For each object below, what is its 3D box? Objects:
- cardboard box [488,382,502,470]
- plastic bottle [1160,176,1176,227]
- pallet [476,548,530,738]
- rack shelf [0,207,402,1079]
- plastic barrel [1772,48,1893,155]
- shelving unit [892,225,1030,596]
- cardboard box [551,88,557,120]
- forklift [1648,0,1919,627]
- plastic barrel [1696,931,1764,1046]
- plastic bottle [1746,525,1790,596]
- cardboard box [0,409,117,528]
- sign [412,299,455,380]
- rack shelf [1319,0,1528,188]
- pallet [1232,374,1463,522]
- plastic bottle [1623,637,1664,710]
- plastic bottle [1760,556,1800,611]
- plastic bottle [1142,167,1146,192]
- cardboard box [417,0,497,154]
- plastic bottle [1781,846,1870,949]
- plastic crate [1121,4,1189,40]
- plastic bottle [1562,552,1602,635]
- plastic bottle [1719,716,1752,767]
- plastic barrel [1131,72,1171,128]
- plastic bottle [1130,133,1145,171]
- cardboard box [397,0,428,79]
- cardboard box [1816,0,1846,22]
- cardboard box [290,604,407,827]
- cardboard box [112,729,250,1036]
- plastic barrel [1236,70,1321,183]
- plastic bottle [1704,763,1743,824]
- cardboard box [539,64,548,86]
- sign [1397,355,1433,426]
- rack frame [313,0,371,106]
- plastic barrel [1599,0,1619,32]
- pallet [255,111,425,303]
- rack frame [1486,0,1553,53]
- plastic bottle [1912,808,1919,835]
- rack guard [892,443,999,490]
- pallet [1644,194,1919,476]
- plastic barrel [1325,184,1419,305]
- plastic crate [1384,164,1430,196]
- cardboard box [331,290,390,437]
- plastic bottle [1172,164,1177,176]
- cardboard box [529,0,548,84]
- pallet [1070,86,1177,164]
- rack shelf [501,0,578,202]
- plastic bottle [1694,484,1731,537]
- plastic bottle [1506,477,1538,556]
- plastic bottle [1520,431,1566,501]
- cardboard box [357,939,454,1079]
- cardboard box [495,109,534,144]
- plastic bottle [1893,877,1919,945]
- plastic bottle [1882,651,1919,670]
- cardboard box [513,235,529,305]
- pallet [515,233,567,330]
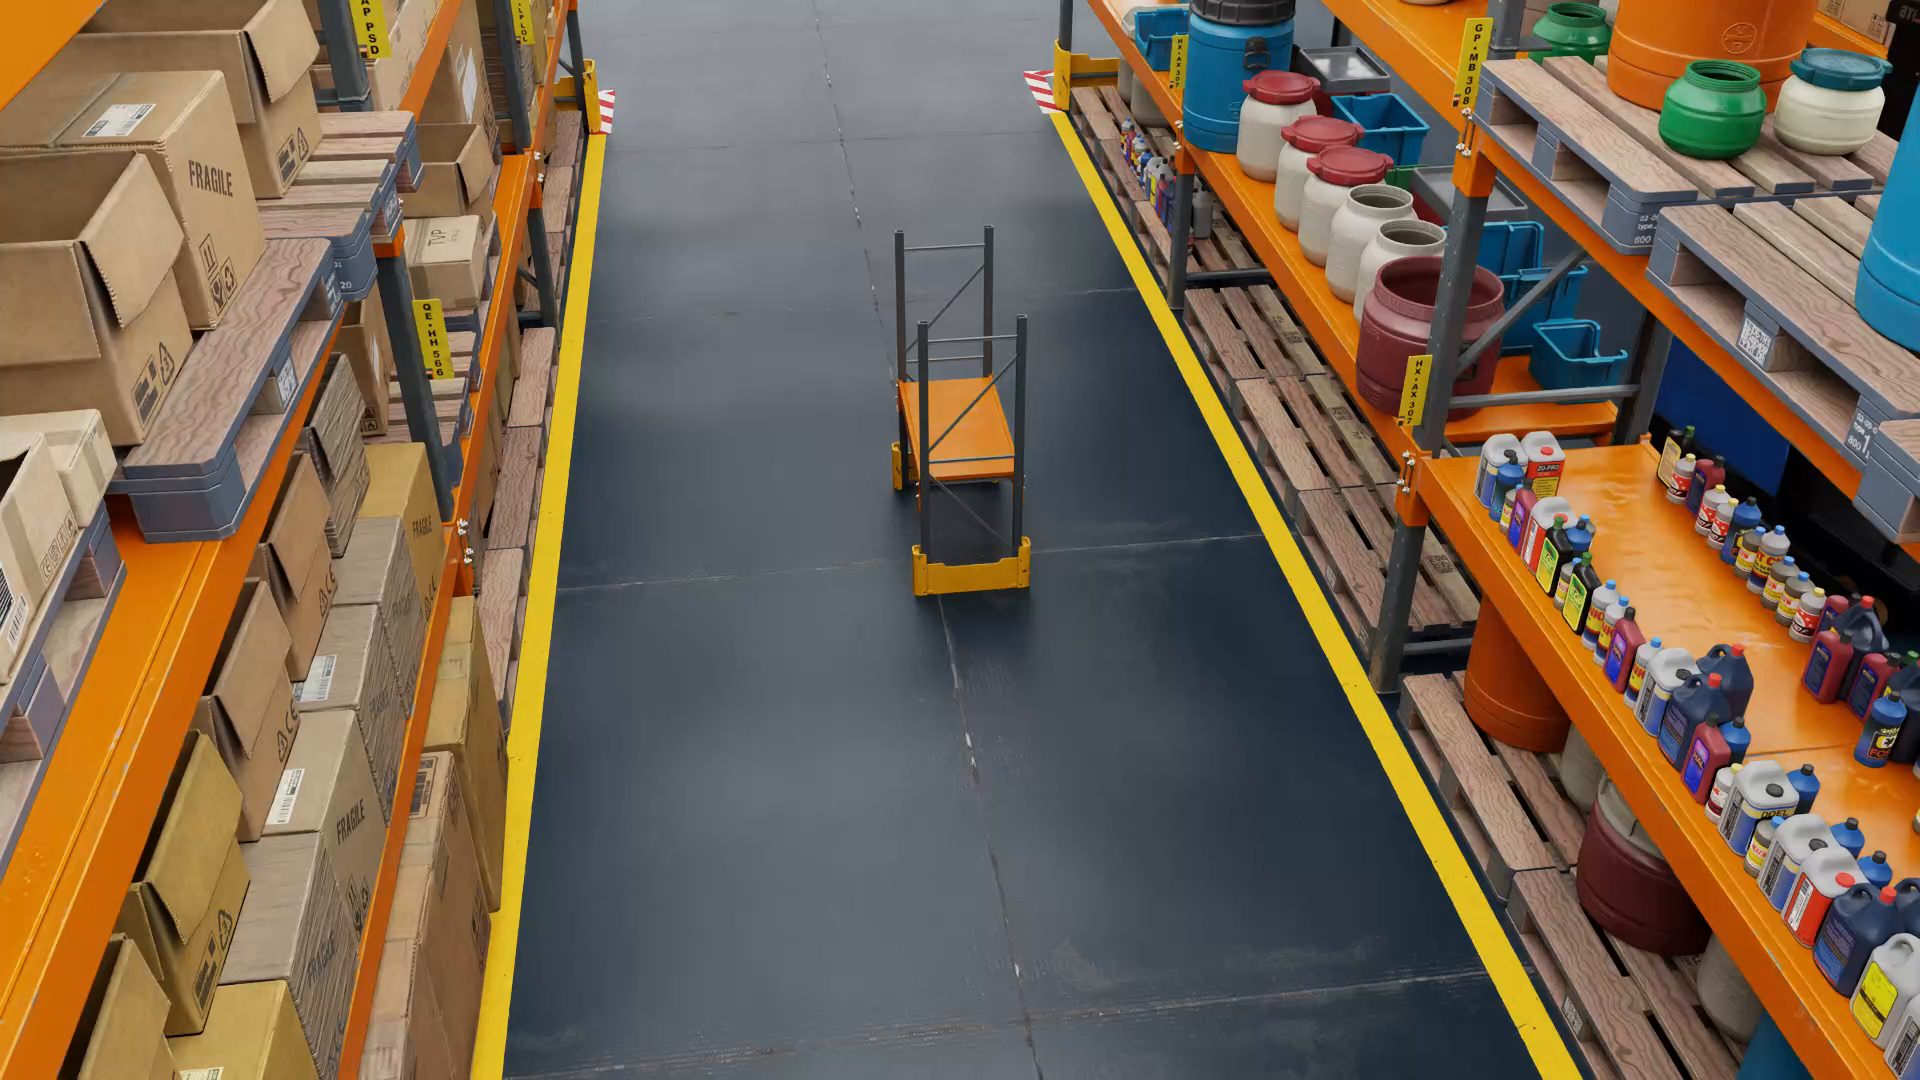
[{"bbox_3d":[-2.849,-0.673,8.903,0.700,0.500,0.500,-7,35,-10],"label":"cardboard box"},{"bbox_3d":[1.479,-2.355,11.503,0.144,0.351,0.185,-6,35,-9],"label":"plastic bottle"},{"bbox_3d":[-2.597,0.500,7.828,1.003,0.211,1.213,-4,35,-6],"label":"pallet"},{"bbox_3d":[-2.224,-0.042,4.123,1.077,0.370,4.000,-4,35,-6],"label":"rack shelf"},{"bbox_3d":[2.704,-1.360,5.168,0.301,0.262,0.301,0,34,0],"label":"plastic barrel"},{"bbox_3d":[-0.010,-0.662,8.390,0.587,1.500,1.083,-4,35,-6],"label":"shelving unit"},{"bbox_3d":[-3.502,-3.471,13.026,0.500,0.500,0.500,2,34,2],"label":"cardboard box"},{"bbox_3d":[4.803,-1.030,7.659,1.130,2.935,3.031,-11,36,-16],"label":"forklift"},{"bbox_3d":[2.814,1.474,5.760,0.421,0.512,0.421,0,34,0],"label":"plastic barrel"},{"bbox_3d":[2.973,0.068,6.102,0.097,0.271,0.097,0,34,0],"label":"plastic bottle"},{"bbox_3d":[-2.007,-0.135,3.471,0.380,0.149,0.250,-6,35,-8],"label":"cardboard box"},{"bbox_3d":[-1.944,-0.738,6.141,0.100,0.325,0.005,-4,35,-6],"label":"sign"},{"bbox_3d":[2.146,-2.649,7.949,1.077,0.370,4.000,-4,35,-6],"label":"rack shelf"},{"bbox_3d":[2.188,-0.553,9.374,1.003,0.211,1.213,-4,35,-6],"label":"pallet"},{"bbox_3d":[2.296,0.439,5.556,0.097,0.271,0.097,0,34,0],"label":"plastic bottle"},{"bbox_3d":[2.986,0.151,6.042,0.097,0.201,0.097,0,34,0],"label":"plastic bottle"},{"bbox_3d":[1.374,-2.628,12.037,0.097,0.201,0.097,0,34,0],"label":"plastic bottle"},{"bbox_3d":[-3.063,-2.415,8.725,1.000,1.000,1.000,-4,34,-6],"label":"cardboard box"},{"bbox_3d":[2.462,1.012,4.712,0.152,0.276,0.135,-4,35,-6],"label":"plastic bottle"},{"bbox_3d":[1.407,-3.601,11.605,0.530,0.136,0.437,-4,35,-6],"label":"plastic crate"},{"bbox_3d":[2.219,0.188,5.913,0.061,0.283,0.133,-4,35,-6],"label":"plastic bottle"},{"bbox_3d":[2.413,0.667,5.221,0.097,0.271,0.097,0,34,0],"label":"plastic bottle"},{"bbox_3d":[1.570,-3.559,13.146,0.421,0.512,0.421,0,34,0],"label":"plastic barrel"},{"bbox_3d":[1.320,-2.883,12.349,0.097,0.271,0.097,0,34,0],"label":"plastic bottle"},{"bbox_3d":[-2.373,-1.961,6.434,0.500,0.250,0.500,-4,34,-5],"label":"cardboard box"},{"bbox_3d":[6.579,-4.059,11.953,0.700,0.500,0.500,-4,34,-6],"label":"cardboard box"},{"bbox_3d":[-2.047,0.568,5.165,0.500,0.500,0.500,-5,35,-8],"label":"cardboard box"},{"bbox_3d":[-2.130,0.821,3.902,0.797,0.503,0.637,-4,34,-6],"label":"cardboard box"},{"bbox_3d":[1.788,-2.329,9.383,0.433,0.535,0.433,0,34,0],"label":"plastic barrel"},{"bbox_3d":[2.370,0.775,5.125,0.097,0.201,0.097,0,34,0],"label":"plastic bottle"},{"bbox_3d":[-2.880,-3.046,10.779,0.380,0.149,0.250,-4,35,-6],"label":"cardboard box"},{"bbox_3d":[1.870,-0.613,6.841,0.100,0.325,0.005,-4,35,-6],"label":"sign"},{"bbox_3d":[-2.493,-2.695,4.714,1.000,3.000,0.127,-4,35,-6],"label":"rack frame"},{"bbox_3d":[2.677,-2.073,6.366,0.421,0.512,0.421,0,34,0],"label":"plastic barrel"},{"bbox_3d":[-2.354,-1.022,5.090,1.213,0.211,1.003,-3,34,-4],"label":"pallet"},{"bbox_3d":[2.415,-3.070,5.264,1.000,3.000,0.127,-4,35,-6],"label":"rack frame"},{"bbox_3d":[2.991,0.810,5.074,0.097,0.201,0.097,0,34,0],"label":"plastic bottle"},{"bbox_3d":[-0.077,-0.424,9.150,0.587,0.250,0.087,-4,35,-6],"label":"rack guard"},{"bbox_3d":[2.595,-0.583,4.446,1.003,0.211,1.213,-4,35,-6],"label":"pallet"},{"bbox_3d":[2.008,-1.430,8.086,0.421,0.512,0.421,0,34,0],"label":"plastic barrel"},{"bbox_3d":[2.391,-1.785,8.894,0.450,0.188,0.662,-4,35,-6],"label":"plastic crate"},{"bbox_3d":[-2.606,-0.729,6.694,0.500,0.500,0.500,-9,35,-12],"label":"cardboard box"},{"bbox_3d":[1.533,-2.529,11.819,0.061,0.283,0.133,-4,35,-6],"label":"plastic bottle"},{"bbox_3d":[-3.063,-3.150,10.355,0.875,0.500,0.500,-4,35,-6],"label":"cardboard box"},{"bbox_3d":[1.500,-3.410,13.567,1.003,0.211,1.213,-4,35,-6],"label":"pallet"},{"bbox_3d":[-3.300,-3.267,11.519,1.077,0.370,4.000,-4,35,-6],"label":"rack shelf"},{"bbox_3d":[2.920,-0.121,6.440,0.097,0.201,0.097,0,34,0],"label":"plastic bottle"},{"bbox_3d":[2.152,-0.090,6.322,0.061,0.283,0.133,-4,35,-6],"label":"plastic bottle"},{"bbox_3d":[2.303,-0.285,6.615,0.152,0.276,0.135,-4,35,-6],"label":"plastic bottle"},{"bbox_3d":[-2.182,1.867,4.861,1.225,0.875,0.875,-6,35,-8],"label":"cardboard box"},{"bbox_3d":[-2.762,-2.487,9.959,0.380,0.149,0.250,-4,35,-6],"label":"cardboard box"},{"bbox_3d":[2.623,1.059,4.576,0.144,0.351,0.185,-4,35,-6],"label":"plastic bottle"},{"bbox_3d":[3.088,0.466,5.506,0.061,0.283,0.133,-4,35,-6],"label":"plastic bottle"},{"bbox_3d":[-3.045,-1.815,10.596,0.500,0.500,0.500,-5,35,-8],"label":"cardboard box"},{"bbox_3d":[-3.157,-1.668,11.010,1.003,0.211,1.213,-4,35,-6],"label":"pallet"}]
